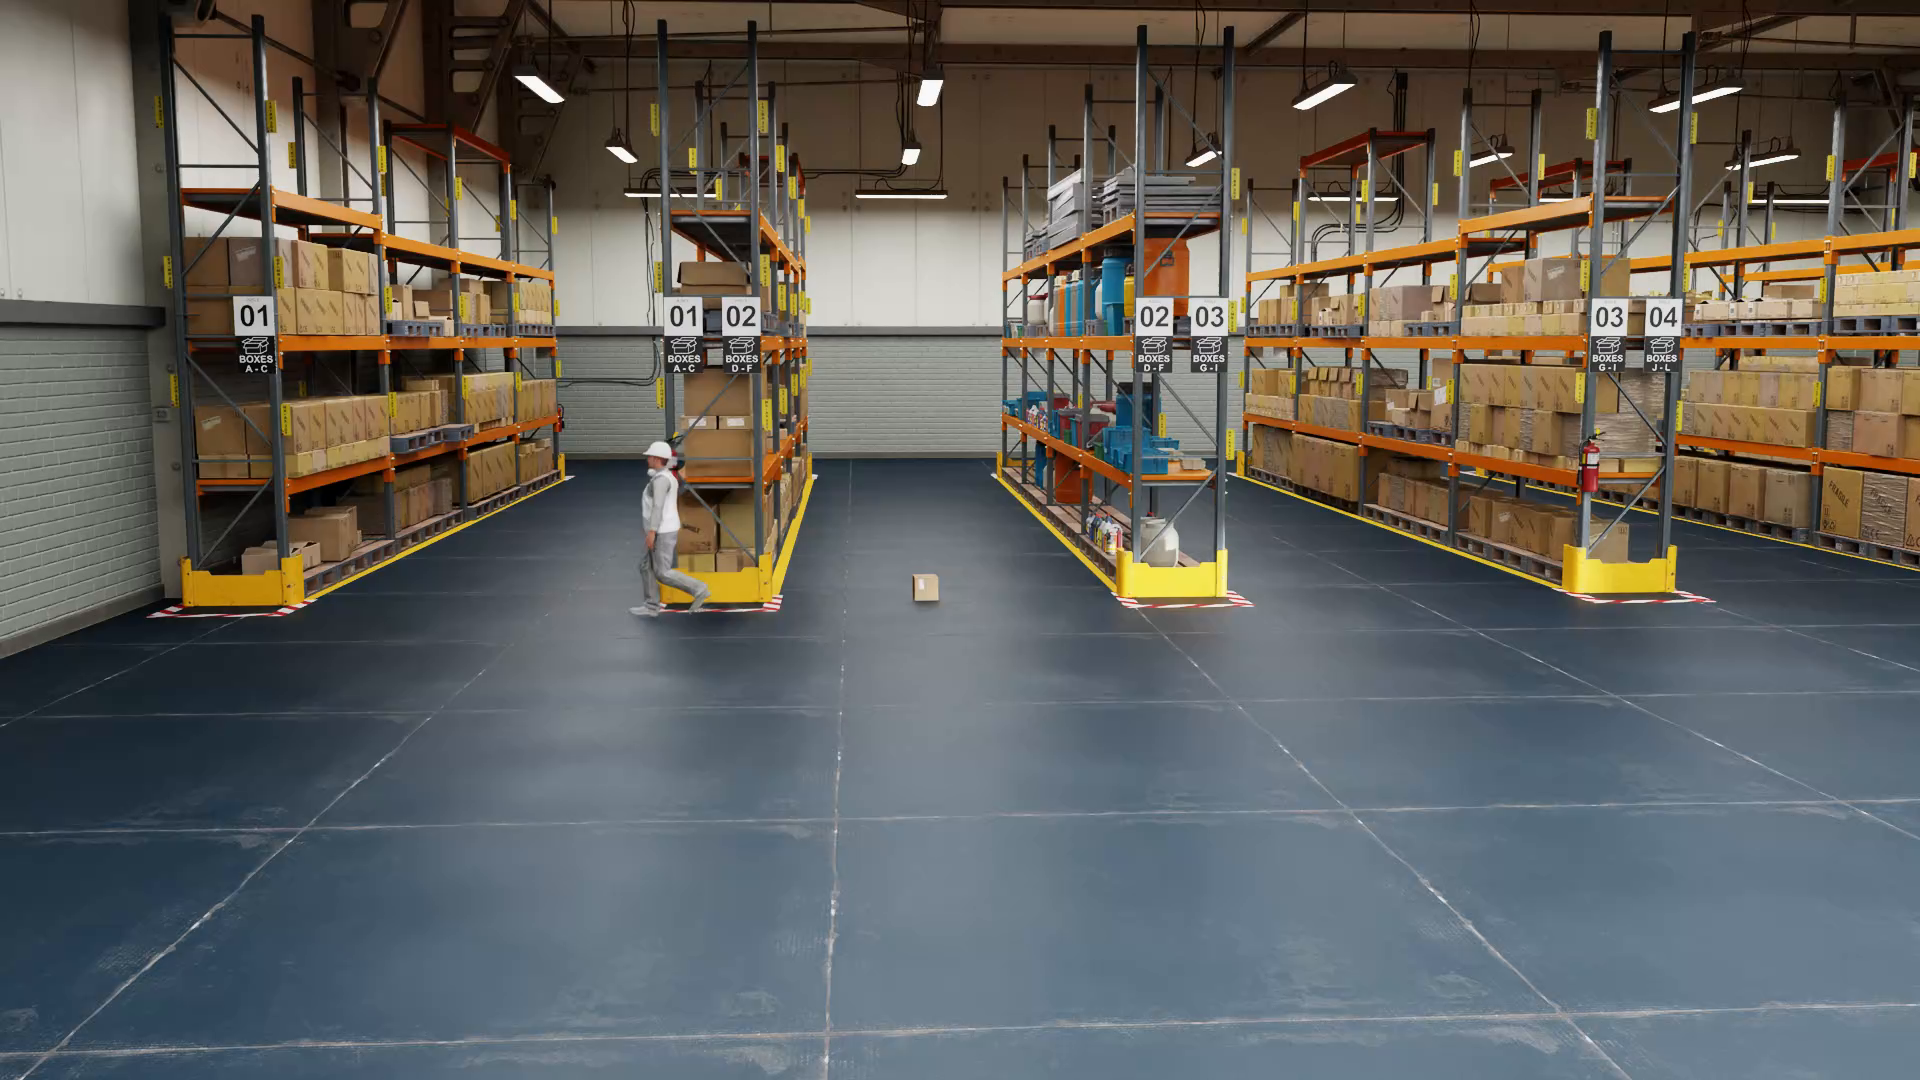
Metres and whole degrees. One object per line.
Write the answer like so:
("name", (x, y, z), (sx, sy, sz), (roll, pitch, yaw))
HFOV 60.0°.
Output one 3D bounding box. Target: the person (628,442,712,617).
("person", (-2.885, -0.098, 16.465), (0.840, 1.745, 0.584), (-1, 7, -5))
